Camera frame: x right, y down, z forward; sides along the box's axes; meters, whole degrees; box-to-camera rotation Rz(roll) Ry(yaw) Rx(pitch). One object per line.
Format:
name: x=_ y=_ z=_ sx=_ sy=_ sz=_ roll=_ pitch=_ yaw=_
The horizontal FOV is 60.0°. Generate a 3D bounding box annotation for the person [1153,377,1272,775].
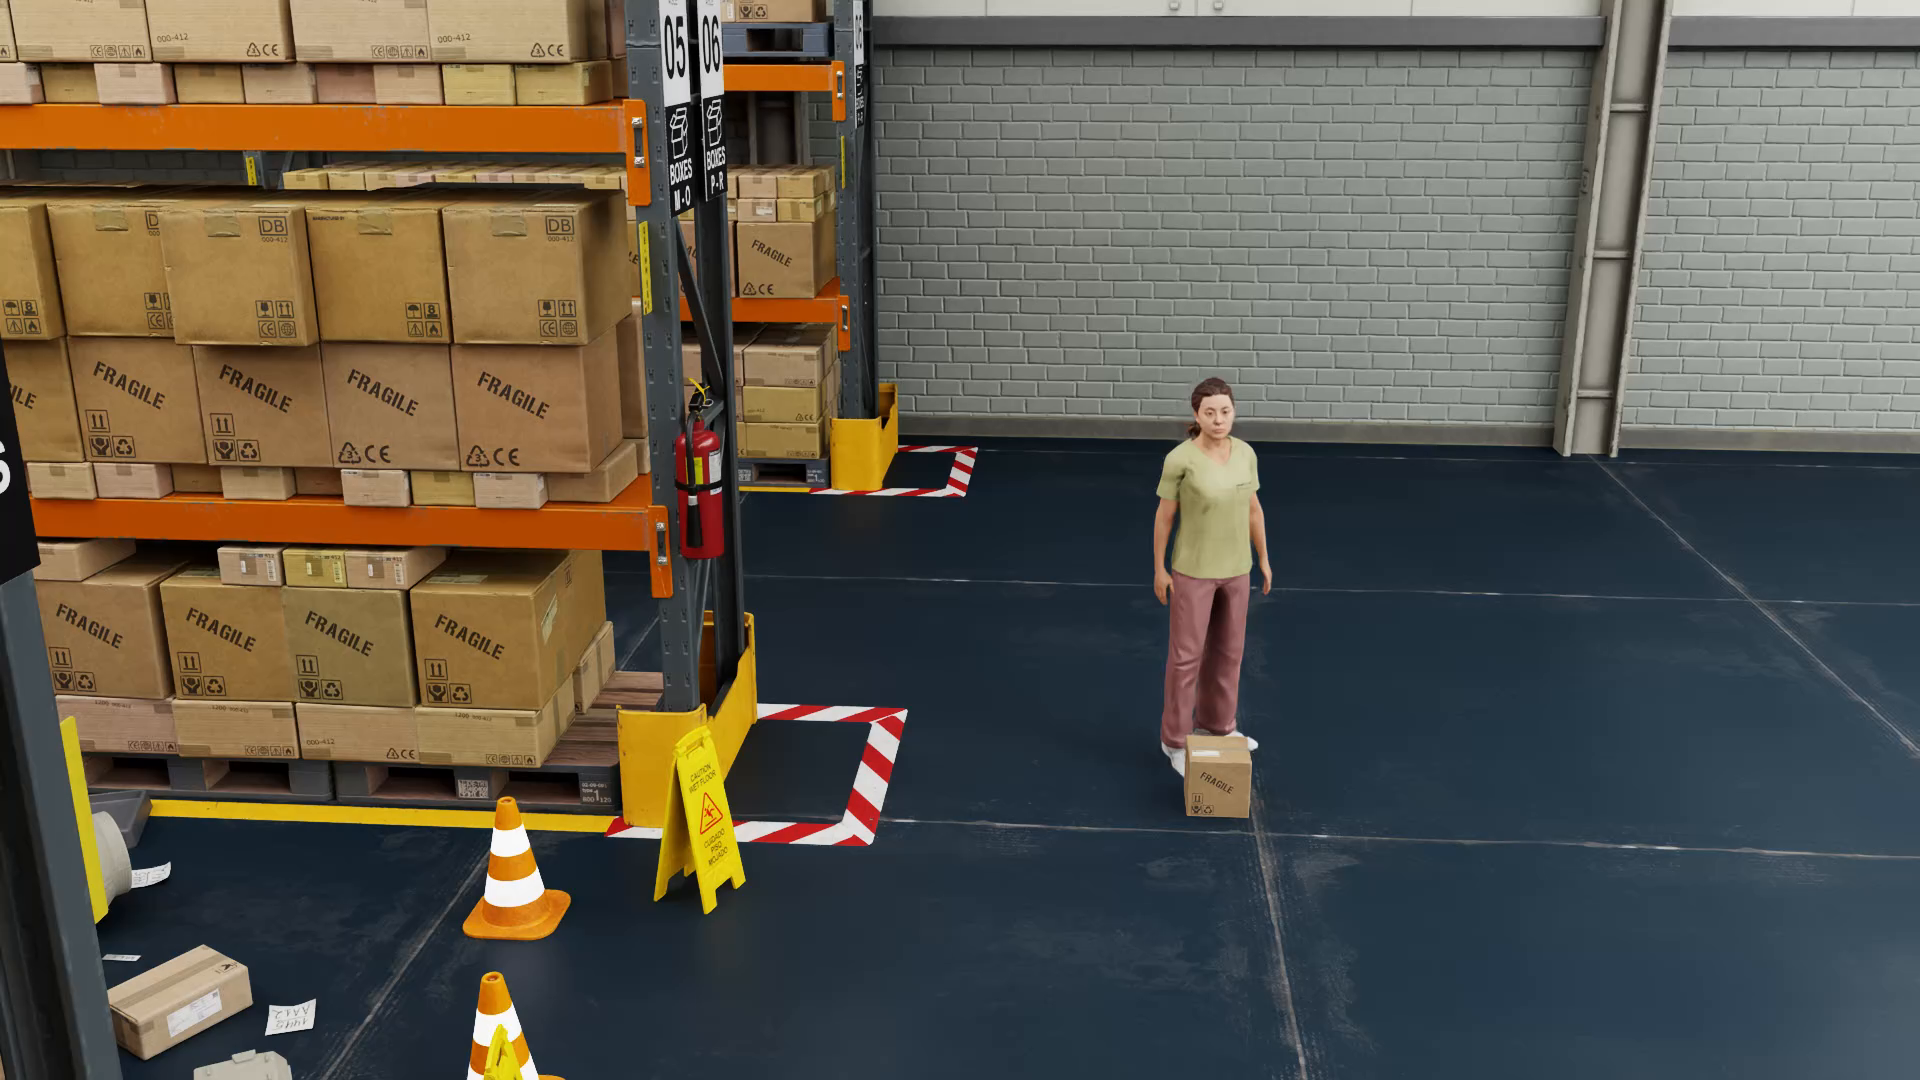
person: x=1.089 y=0.159 z=7.082 sx=0.515 sy=1.717 sz=0.388 roll=-6 pitch=19 yaw=-20
